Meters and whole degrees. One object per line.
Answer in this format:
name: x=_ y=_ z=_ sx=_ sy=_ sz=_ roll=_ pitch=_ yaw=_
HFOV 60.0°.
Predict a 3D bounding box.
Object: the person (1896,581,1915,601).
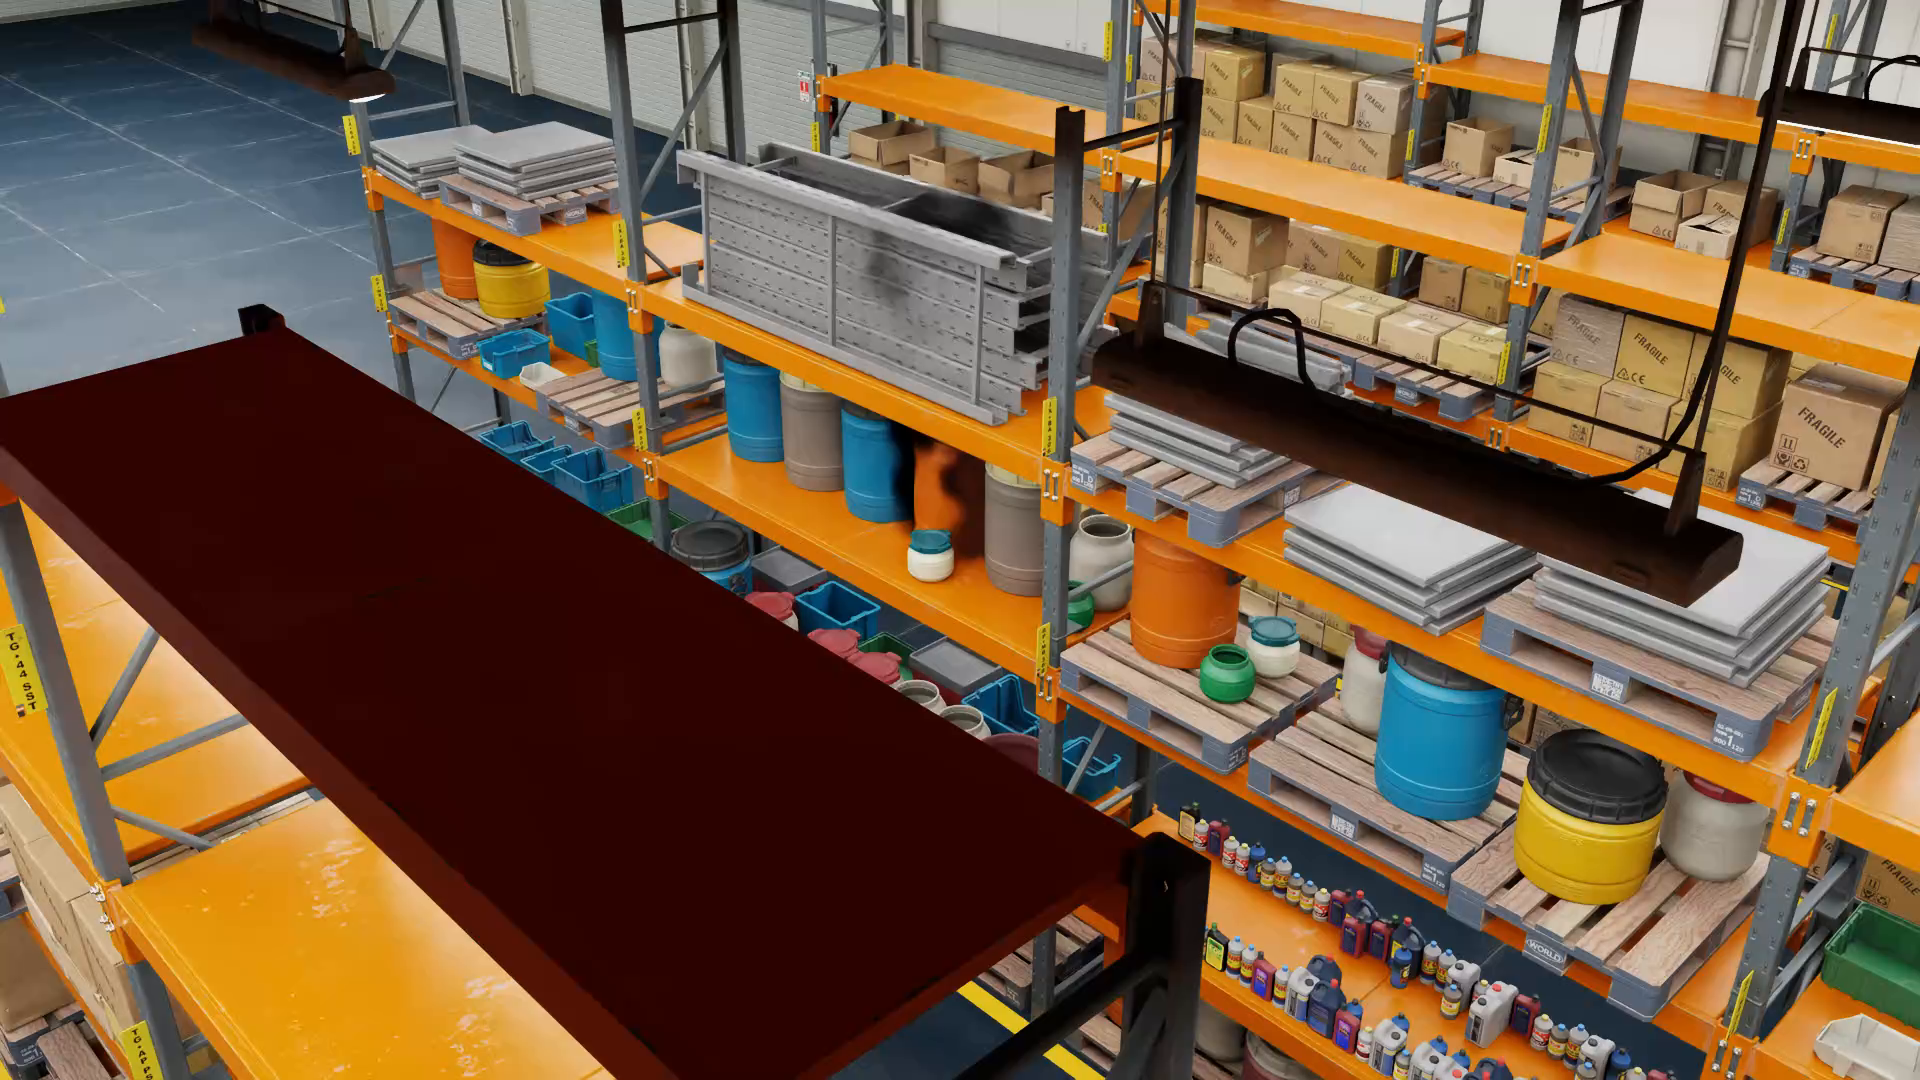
person: x=7.908 y=0.682 z=13.933 sx=0.733 sy=1.560 sz=0.546 roll=20 pitch=34 yaw=32
